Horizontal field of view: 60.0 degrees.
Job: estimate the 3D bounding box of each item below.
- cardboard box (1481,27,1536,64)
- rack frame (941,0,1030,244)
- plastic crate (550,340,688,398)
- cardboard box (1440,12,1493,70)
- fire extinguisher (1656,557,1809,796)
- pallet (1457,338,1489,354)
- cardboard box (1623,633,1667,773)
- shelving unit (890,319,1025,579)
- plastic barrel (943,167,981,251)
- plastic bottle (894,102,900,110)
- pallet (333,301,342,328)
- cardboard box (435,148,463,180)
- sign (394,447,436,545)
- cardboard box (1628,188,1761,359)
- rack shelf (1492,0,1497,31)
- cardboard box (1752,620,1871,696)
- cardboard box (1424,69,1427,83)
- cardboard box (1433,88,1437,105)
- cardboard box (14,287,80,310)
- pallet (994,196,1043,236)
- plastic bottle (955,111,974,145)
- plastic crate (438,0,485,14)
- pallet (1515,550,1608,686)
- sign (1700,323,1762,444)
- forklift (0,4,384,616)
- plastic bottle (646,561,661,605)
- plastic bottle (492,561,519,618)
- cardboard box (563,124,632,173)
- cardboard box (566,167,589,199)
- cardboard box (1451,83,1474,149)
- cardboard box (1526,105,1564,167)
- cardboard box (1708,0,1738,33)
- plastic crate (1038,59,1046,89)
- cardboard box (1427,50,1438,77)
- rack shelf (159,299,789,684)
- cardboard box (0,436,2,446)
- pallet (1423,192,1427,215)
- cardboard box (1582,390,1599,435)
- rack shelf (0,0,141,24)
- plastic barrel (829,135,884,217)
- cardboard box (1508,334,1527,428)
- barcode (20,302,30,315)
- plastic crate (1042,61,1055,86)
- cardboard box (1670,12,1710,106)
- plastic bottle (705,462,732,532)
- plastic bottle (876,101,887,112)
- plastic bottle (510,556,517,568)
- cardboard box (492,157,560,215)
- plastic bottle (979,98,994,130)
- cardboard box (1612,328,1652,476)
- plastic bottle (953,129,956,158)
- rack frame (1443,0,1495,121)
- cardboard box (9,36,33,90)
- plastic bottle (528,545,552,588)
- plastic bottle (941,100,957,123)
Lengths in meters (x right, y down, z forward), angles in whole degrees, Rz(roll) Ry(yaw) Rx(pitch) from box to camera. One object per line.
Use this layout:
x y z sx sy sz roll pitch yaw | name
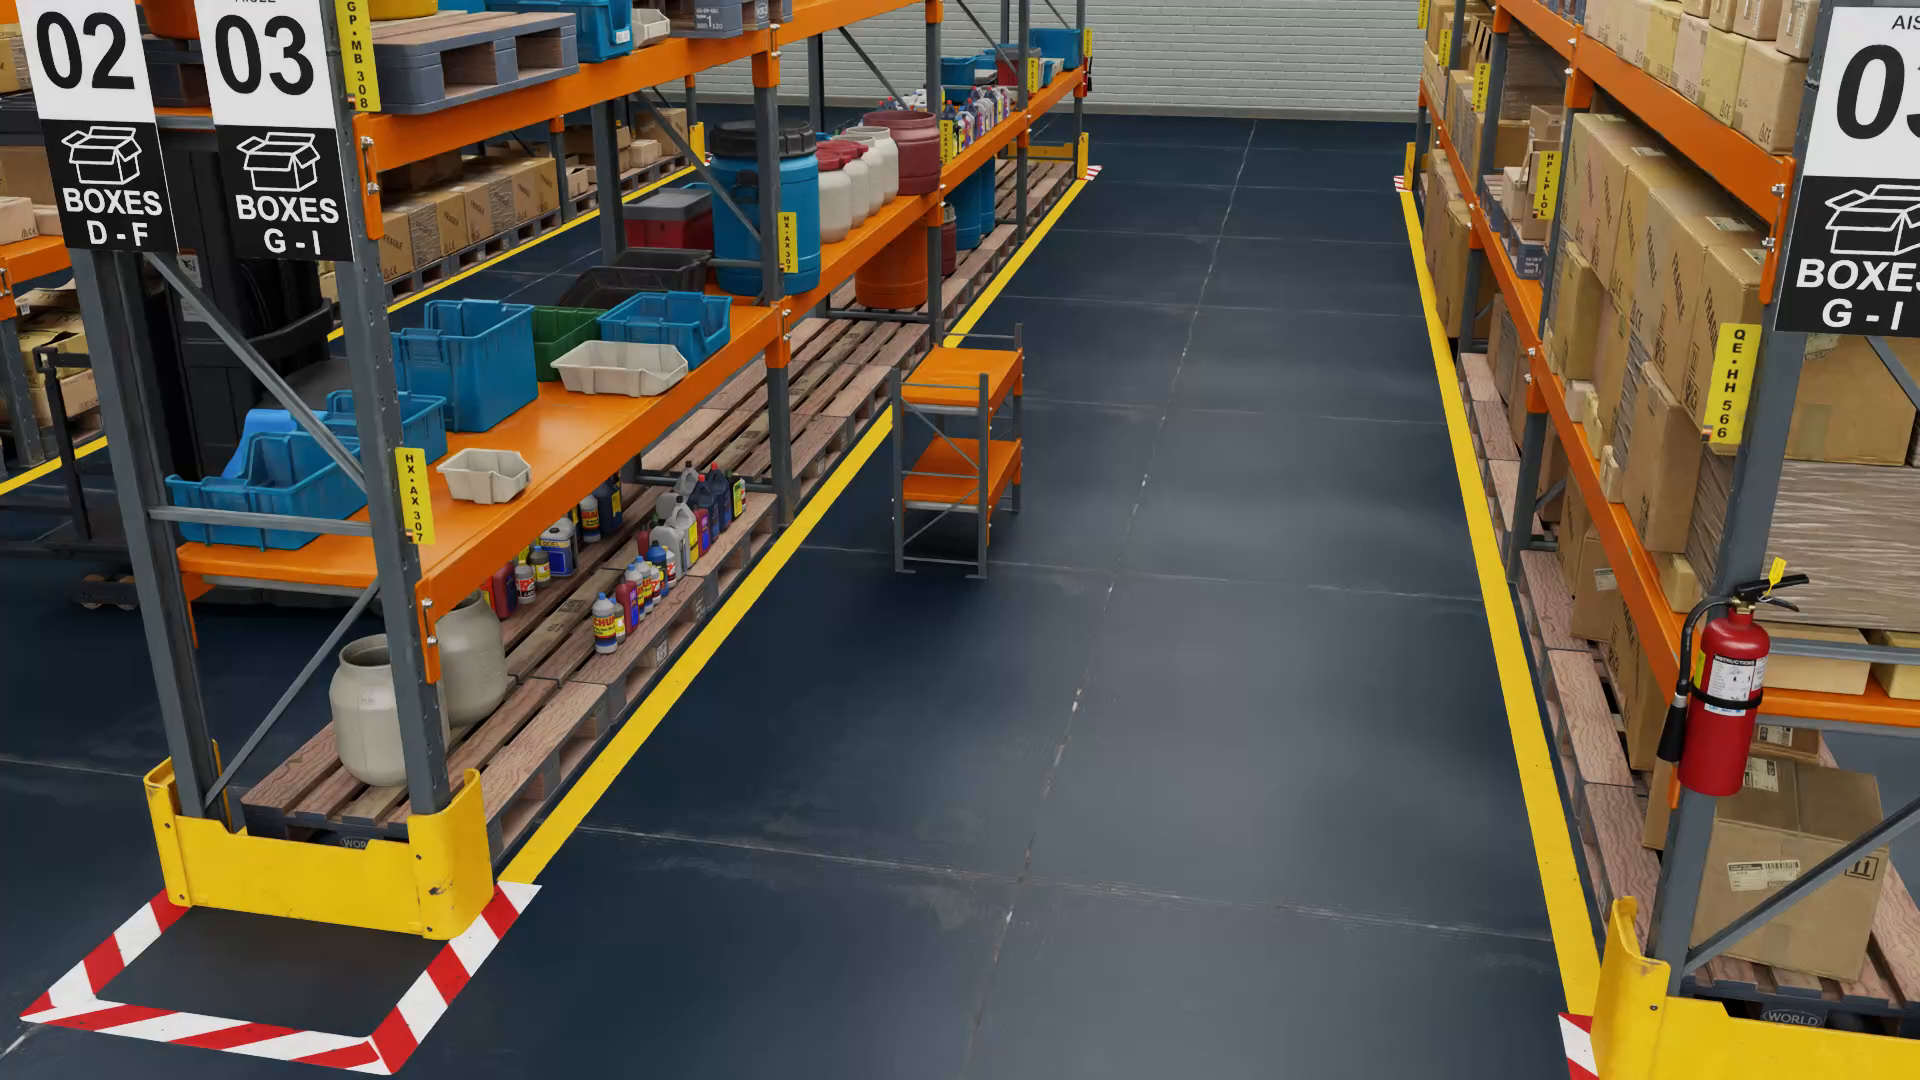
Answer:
4.635 -3.864 13.456 0.797 0.503 0.637 5 23 13 | cardboard box
0.171 -4.443 16.370 1.000 3.000 0.127 4 22 11 | rack frame
-1.545 -0.782 7.632 0.530 0.136 0.437 4 22 11 | plastic crate
4.958 -4.853 16.187 0.500 0.500 0.500 5 22 11 | cardboard box
2.097 0.366 4.533 0.296 0.674 0.183 4 22 11 | fire extinguisher
4.438 -1.592 13.023 1.003 0.211 1.213 4 22 11 | pallet
2.950 0.612 6.602 0.500 0.500 0.500 7 23 16 | cardboard box
0.001 -0.524 9.150 0.538 1.125 1.048 4 22 11 | shelving unit
-0.101 -3.208 15.550 0.600 0.901 0.708 4 22 11 | plastic barrel
-0.583 -3.779 14.894 0.097 0.271 0.097 0 22 0 | plastic bottle
-5.700 -1.767 13.459 1.003 0.211 1.213 4 22 11 | pallet
-5.219 -3.690 16.254 0.500 0.250 0.500 5 22 11 | cardboard box
-1.740 -0.139 5.313 0.100 0.325 0.005 4 22 11 | sign
2.642 -0.911 5.729 0.500 0.500 0.500 4 22 11 | cardboard box
4.612 -4.392 13.190 1.077 0.370 4.000 4 22 11 | rack shelf
2.427 0.320 4.880 0.380 0.149 0.250 4 22 11 | cardboard box
5.338 -5.119 18.386 0.380 0.149 0.250 4 22 10 | cardboard box
4.971 -4.462 16.753 0.380 0.149 0.250 5 22 12 | cardboard box
-6.304 -1.619 11.725 0.500 0.311 0.500 4 22 11 | cardboard box
0.283 -3.421 17.566 1.003 0.211 1.213 4 22 11 | pallet
0.043 -3.563 14.352 0.152 0.276 0.135 4 22 11 | plastic bottle
-2.183 -2.159 6.704 0.392 0.384 0.575 4 22 11 | plastic crate
3.285 0.402 8.072 1.003 0.211 1.213 4 22 11 | pallet
2.032 -0.410 4.383 0.100 0.325 0.005 4 22 11 | sign
-4.095 -1.199 8.407 3.031 2.935 1.130 2 22 6 | forklift
-1.492 0.202 7.993 0.097 0.201 0.097 0 22 0 | plastic bottle
-2.149 0.214 7.853 0.061 0.283 0.133 4 22 11 | plastic bottle
-4.299 -4.555 19.402 0.797 0.503 0.637 4 22 11 | cardboard box
-4.380 -3.916 18.071 0.500 0.311 0.500 4 22 11 | cardboard box
4.477 -3.596 14.132 0.500 0.500 0.500 4 22 10 | cardboard box
4.133 -2.643 11.205 0.500 0.500 0.500 2 22 4 | cardboard box
2.467 -1.597 4.956 0.380 0.149 0.250 5 22 11 | cardboard box
0.663 -4.960 17.733 0.437 0.282 0.530 4 22 11 | plastic crate
5.268 -5.068 17.724 0.500 0.250 0.500 4 22 9 | cardboard box
-1.869 -0.452 7.424 1.077 0.370 4.000 4 22 11 | rack shelf
-6.190 -0.629 10.019 0.500 0.250 0.500 4 22 11 | cardboard box
5.498 -3.491 17.740 1.003 0.211 1.213 4 22 11 | pallet
2.818 -0.508 6.937 0.380 0.149 0.250 4 22 11 | cardboard box
-5.902 -3.685 11.437 1.077 0.370 4.000 4 22 11 | rack shelf
-0.732 -2.485 11.360 0.421 0.512 0.421 0 22 0 | plastic barrel
3.877 -0.989 10.551 0.700 0.500 0.500 6 23 15 | cardboard box
-5.850 -1.448 10.405 0.001 0.075 0.075 4 22 11 | barcode
0.819 -5.085 18.109 0.416 0.233 0.300 4 22 11 | plastic crate
2.633 -1.564 5.407 0.500 0.250 0.500 5 22 12 | cardboard box
-1.311 -0.235 8.879 0.144 0.351 0.185 4 22 9 | plastic bottle
-0.674 -3.611 14.370 0.144 0.351 0.185 4 22 11 | plastic bottle
-2.225 0.159 8.000 0.152 0.276 0.135 4 22 9 | plastic bottle
-4.497 -3.664 17.193 0.500 0.500 0.500 4 22 11 | cardboard box
0.230 -3.899 15.184 0.152 0.276 0.135 4 22 11 | plastic bottle
2.839 -0.432 5.878 0.875 0.500 0.500 4 22 11 | cardboard box
-0.074 -3.274 13.624 0.061 0.283 0.133 4 22 11 | plastic bottle
5.020 -4.065 15.433 1.000 3.000 0.127 4 22 11 | rack frame
-9.580 -4.833 16.781 0.500 0.500 0.500 4 22 11 | cardboard box
-2.068 0.126 8.182 0.097 0.201 0.097 0 22 0 | plastic bottle
-0.097 -3.618 14.389 0.144 0.351 0.185 4 22 11 | plastic bottle
